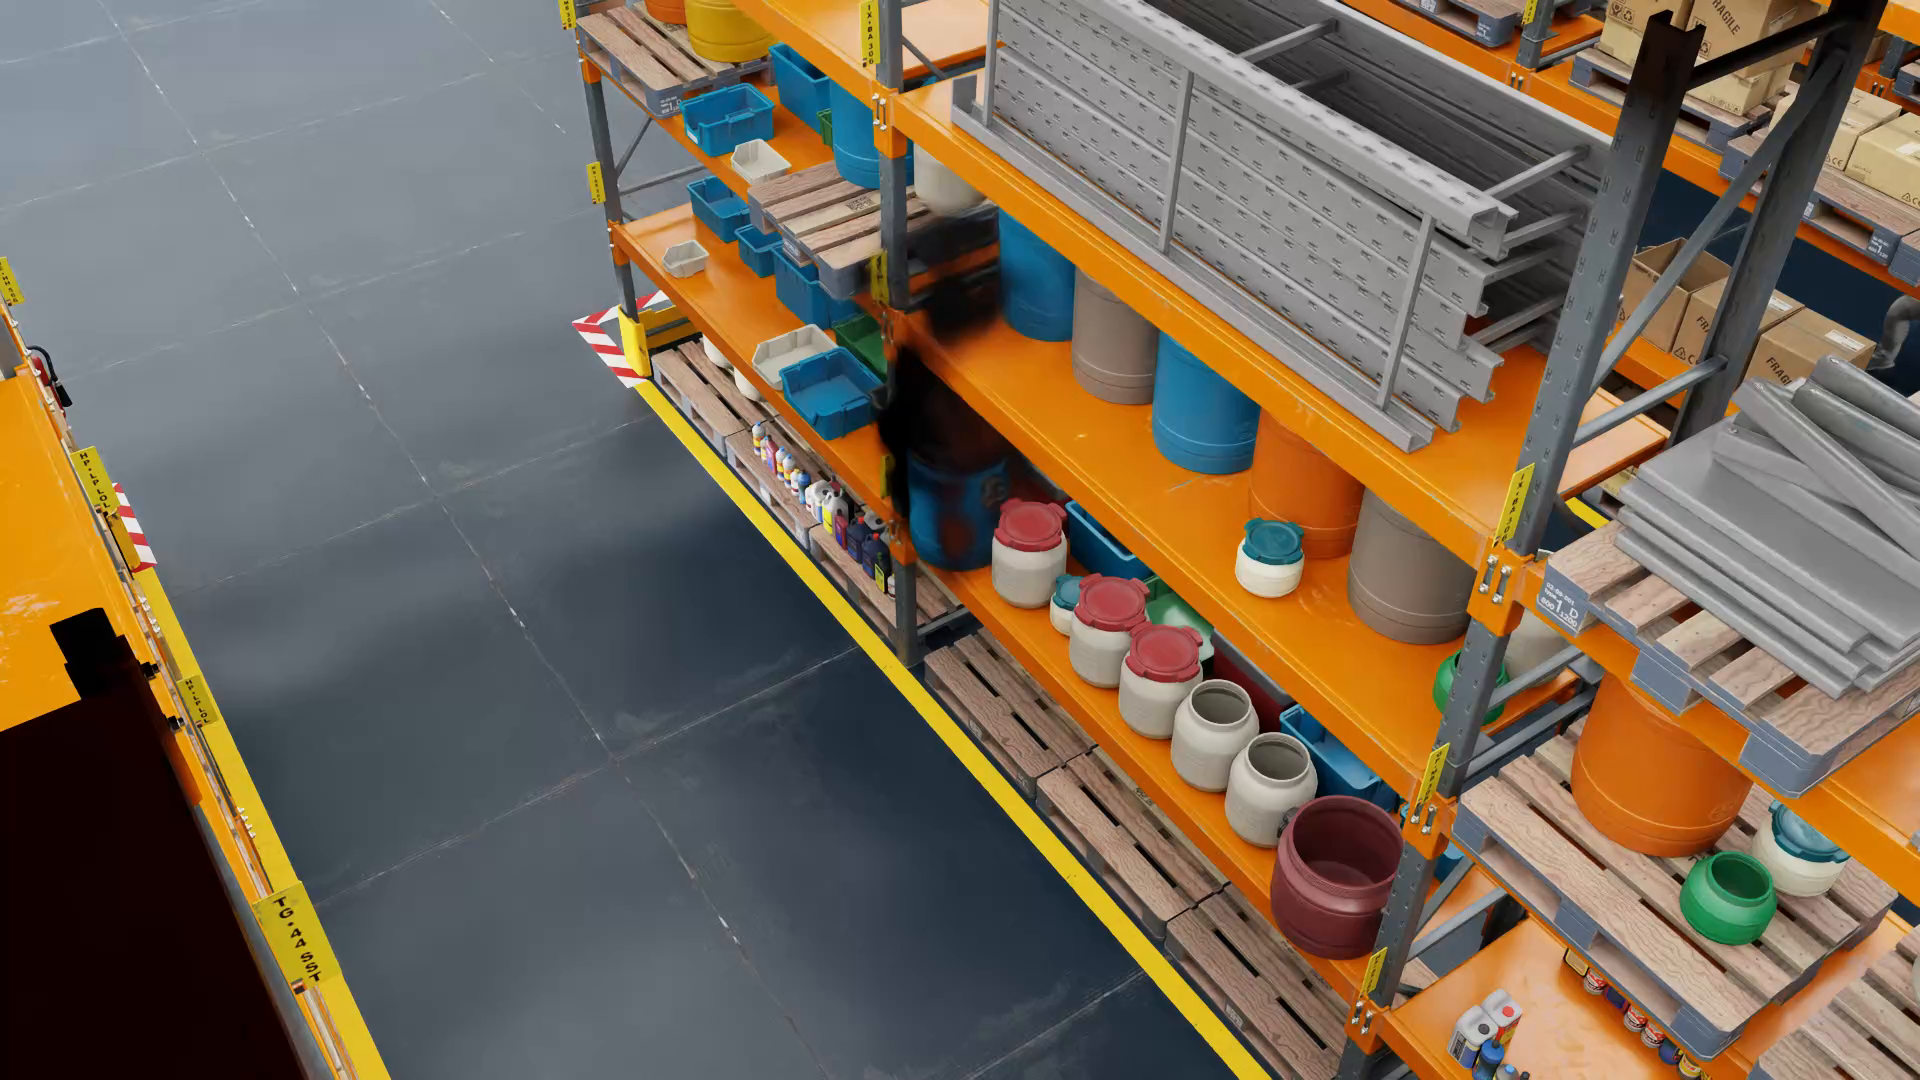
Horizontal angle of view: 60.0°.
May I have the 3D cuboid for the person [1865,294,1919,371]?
[{"bbox_3d":[7.468,-1.876,12.575,0.554,1.723,0.843,-29,50,-28],"label":"person"}]
